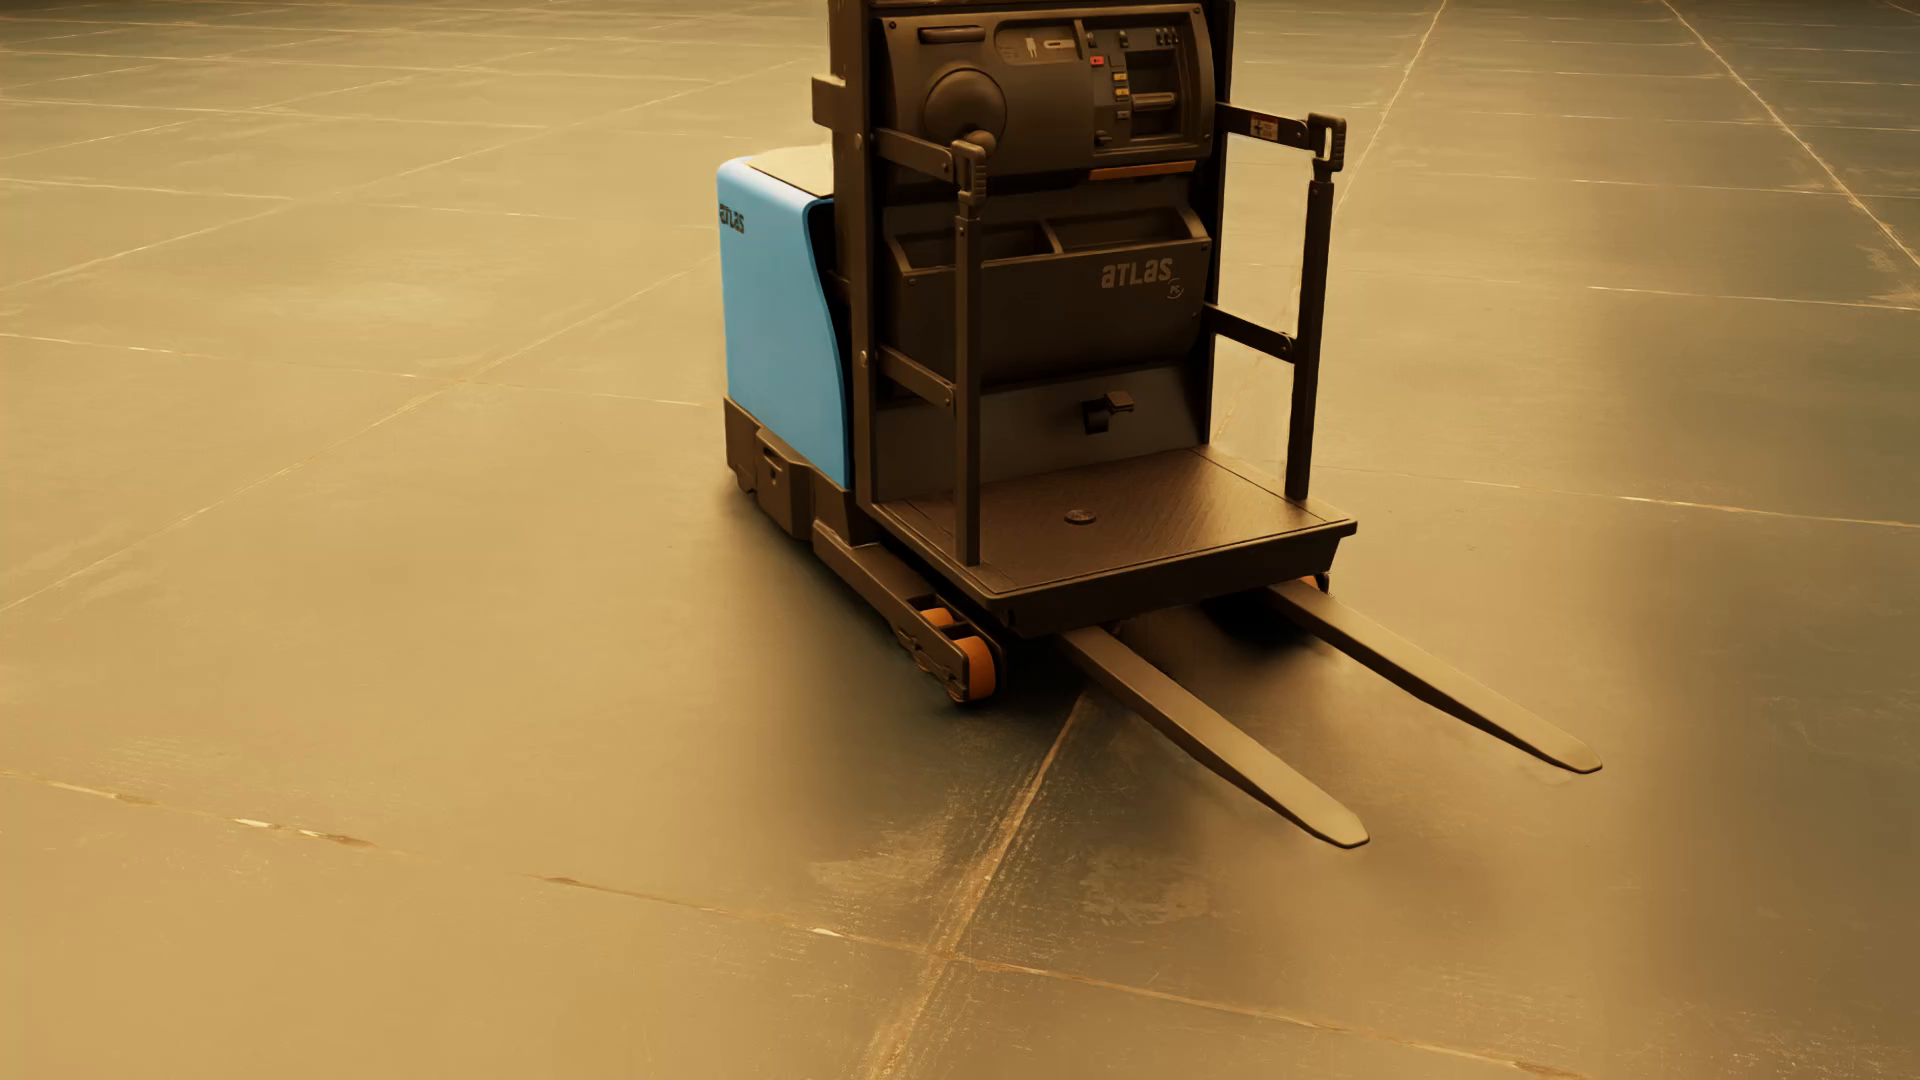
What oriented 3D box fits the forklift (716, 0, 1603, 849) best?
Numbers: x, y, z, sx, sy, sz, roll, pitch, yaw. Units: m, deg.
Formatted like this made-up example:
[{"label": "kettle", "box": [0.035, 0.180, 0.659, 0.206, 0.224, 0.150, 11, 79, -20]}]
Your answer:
[{"label": "forklift", "box": [0.339, -1.142, 4.046, 1.130, 2.935, 3.031, -11, 25, -25]}]
